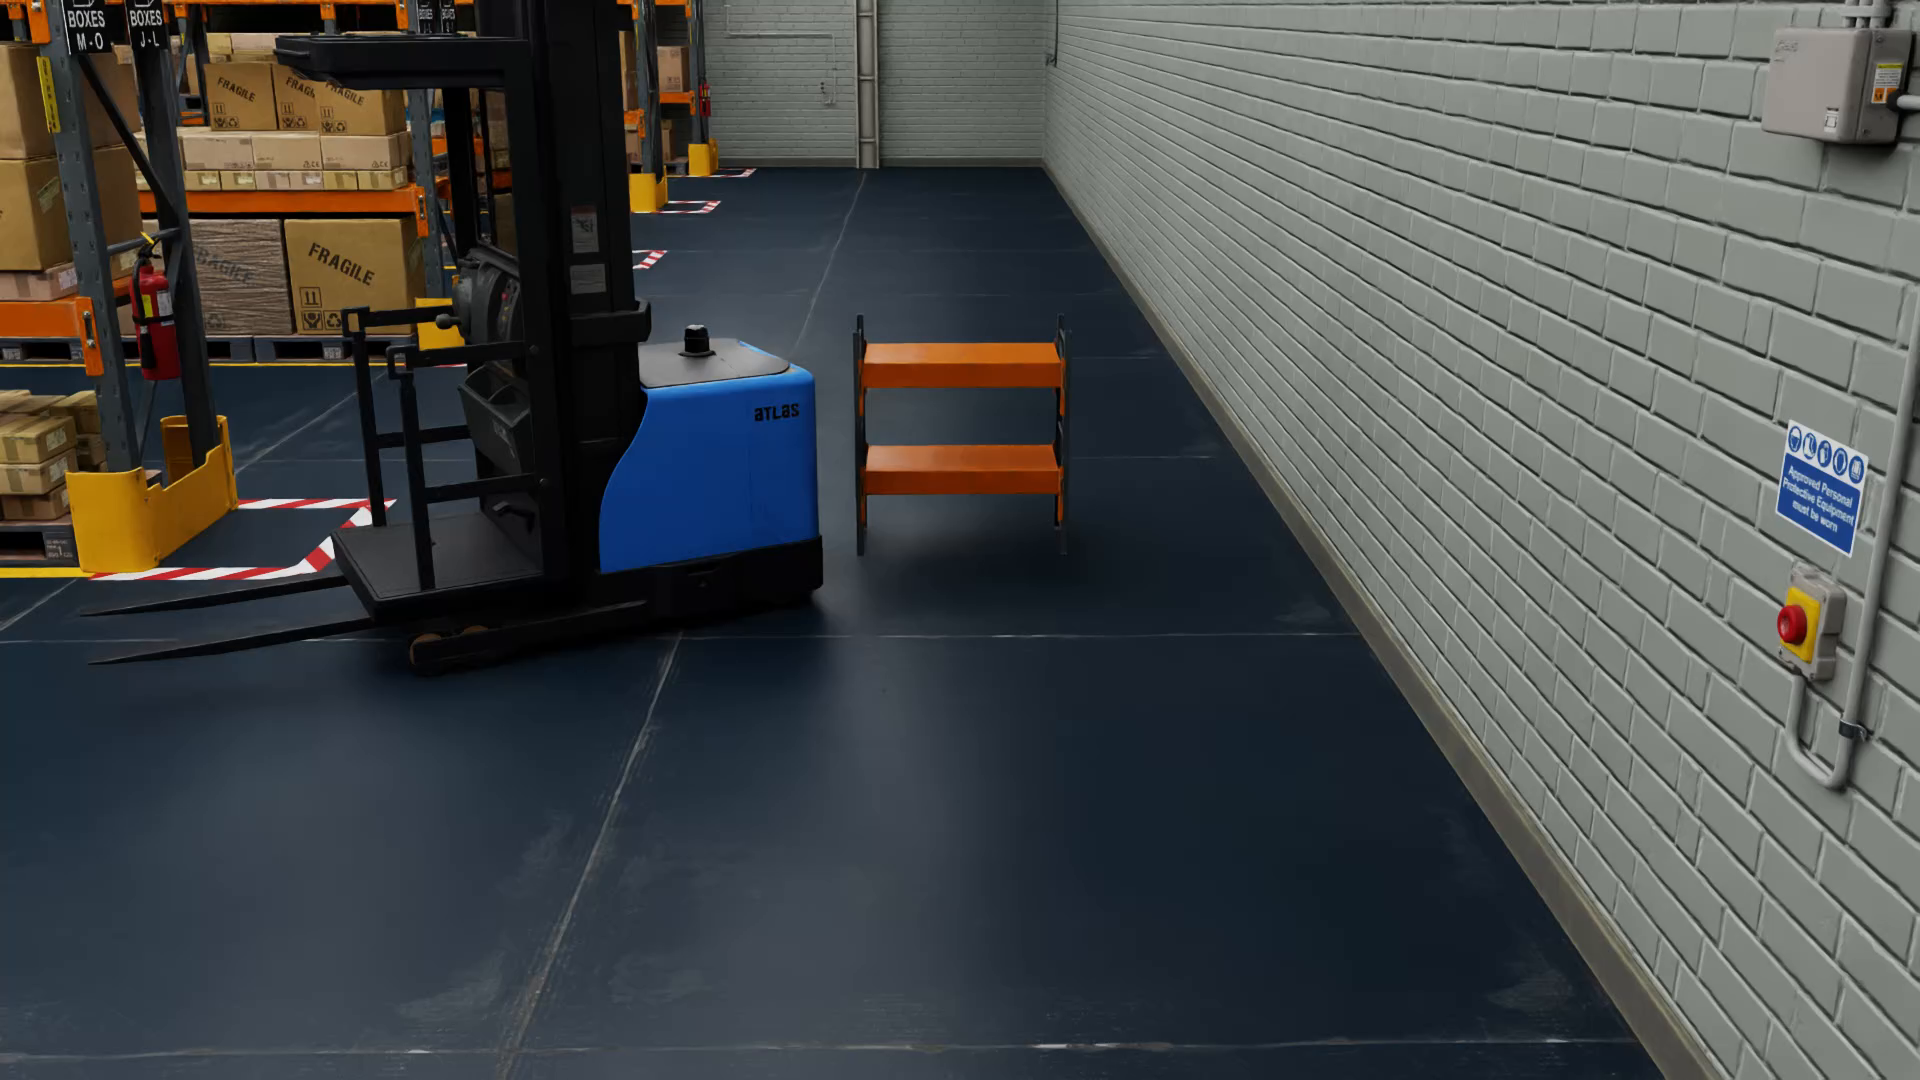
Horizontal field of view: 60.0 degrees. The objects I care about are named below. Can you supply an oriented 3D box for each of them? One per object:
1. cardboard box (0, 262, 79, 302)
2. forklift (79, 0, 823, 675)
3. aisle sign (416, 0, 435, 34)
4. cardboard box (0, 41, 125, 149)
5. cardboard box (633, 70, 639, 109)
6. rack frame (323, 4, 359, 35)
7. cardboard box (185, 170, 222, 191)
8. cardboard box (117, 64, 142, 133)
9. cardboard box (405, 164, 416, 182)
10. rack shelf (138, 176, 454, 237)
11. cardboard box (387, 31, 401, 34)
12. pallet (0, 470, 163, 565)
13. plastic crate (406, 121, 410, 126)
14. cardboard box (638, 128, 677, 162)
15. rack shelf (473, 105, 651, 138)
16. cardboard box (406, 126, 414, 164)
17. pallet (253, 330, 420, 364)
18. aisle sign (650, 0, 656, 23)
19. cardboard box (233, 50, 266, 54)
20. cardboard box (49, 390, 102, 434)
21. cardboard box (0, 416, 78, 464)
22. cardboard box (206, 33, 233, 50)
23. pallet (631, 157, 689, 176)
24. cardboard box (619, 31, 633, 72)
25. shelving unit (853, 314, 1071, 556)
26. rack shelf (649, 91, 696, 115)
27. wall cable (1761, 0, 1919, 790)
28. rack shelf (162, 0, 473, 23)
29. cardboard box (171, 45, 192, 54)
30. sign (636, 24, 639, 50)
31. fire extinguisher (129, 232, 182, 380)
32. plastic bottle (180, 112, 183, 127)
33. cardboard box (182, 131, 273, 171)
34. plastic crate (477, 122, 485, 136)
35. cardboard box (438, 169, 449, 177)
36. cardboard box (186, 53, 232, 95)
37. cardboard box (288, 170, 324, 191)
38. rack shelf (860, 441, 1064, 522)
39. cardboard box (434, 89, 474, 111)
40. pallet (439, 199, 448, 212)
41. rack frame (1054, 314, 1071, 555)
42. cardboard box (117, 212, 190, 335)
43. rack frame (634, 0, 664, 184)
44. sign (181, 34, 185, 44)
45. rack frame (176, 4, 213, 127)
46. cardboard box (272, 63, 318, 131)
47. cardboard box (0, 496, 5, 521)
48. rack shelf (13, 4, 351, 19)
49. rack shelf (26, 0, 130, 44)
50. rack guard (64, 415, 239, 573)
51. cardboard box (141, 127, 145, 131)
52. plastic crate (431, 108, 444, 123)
[{"bbox_3d":[-4.363,-1.241,7.915,0.250,0.149,0.380,0,18,-1],"label":"cardboard box"},{"bbox_3d":[-2.171,-1.026,6.947,3.031,2.935,1.130,-10,20,-28],"label":"forklift"},{"bbox_3d":[-3.942,-4.110,12.193,0.004,0.787,0.394,0,18,-1],"label":"aisle sign"},{"bbox_3d":[-4.494,-2.192,8.184,0.500,0.500,0.500,0,18,-1],"label":"cardboard box"},{"bbox_3d":[-4.619,-6.115,22.536,0.500,0.500,0.500,0,18,0],"label":"cardboard box"},{"bbox_3d":[-8.171,-5.970,22.247,0.127,3.000,1.000,0,18,-1],"label":"rack frame"},{"bbox_3d":[-5.650,-2.735,12.573,0.250,0.149,0.380,0,18,-1],"label":"cardboard box"},{"bbox_3d":[-6.523,-3.300,12.454,0.500,0.500,0.500,-1,18,-3],"label":"cardboard box"},{"bbox_3d":[-4.379,-2.943,13.222,0.250,0.149,0.380,0,18,0],"label":"cardboard box"},{"bbox_3d":[-6.018,-2.611,12.955,4.000,0.370,1.077,0,18,-1],"label":"rack shelf"},{"bbox_3d":[-7.179,-6.412,21.826,0.500,0.500,0.500,-1,18,-3],"label":"cardboard box"},{"bbox_3d":[-4.930,-0.127,8.597,1.213,0.211,1.003,0,18,-1],"label":"pallet"},{"bbox_3d":[-5.773,-4.307,17.397,0.250,0.136,0.298,0,18,-1],"label":"plastic crate"},{"bbox_3d":[-4.952,-6.478,27.235,0.500,0.500,0.700,0,18,-1],"label":"cardboard box"},{"bbox_3d":[-6.171,-5.637,22.387,4.000,0.370,1.077,0,18,-1],"label":"rack shelf"},{"bbox_3d":[-4.503,-3.114,13.102,0.500,0.250,0.500,-1,18,-2],"label":"cardboard box"},{"bbox_3d":[-4.817,-1.608,13.214,1.213,0.211,1.003,0,18,-1],"label":"pallet"},{"bbox_3d":[-4.108,-7.317,22.190,0.004,0.787,0.394,0,18,-1],"label":"aisle sign"},{"bbox_3d":[-11.239,-7.586,26.602,0.500,0.500,0.500,0,18,1],"label":"cardboard box"},{"bbox_3d":[-4.571,-0.675,8.747,0.250,0.149,0.380,-1,18,-3],"label":"cardboard box"},{"bbox_3d":[-4.567,-0.494,8.182,0.250,0.149,0.380,0,18,0],"label":"cardboard box"},{"bbox_3d":[-11.765,-7.943,26.486,0.500,0.250,0.500,0,18,0],"label":"cardboard box"},{"bbox_3d":[-5.051,-6.146,27.362,1.213,0.211,1.003,0,18,-1],"label":"pallet"},{"bbox_3d":[-4.612,-6.427,21.870,0.500,0.500,0.500,0,18,-1],"label":"cardboard box"},{"bbox_3d":[0.007,-0.536,8.376,1.048,1.125,0.538,0,18,-1],"label":"shelving unit"},{"bbox_3d":[-6.253,-7.150,27.103,4.000,0.370,1.077,0,18,-1],"label":"rack shelf"},{"bbox_3d":[1.775,-0.470,3.387,0.123,1.953,0.585,0,18,-1],"label":"wall cable"},{"bbox_3d":[-6.097,-5.552,17.212,4.000,0.370,1.077,0,18,-1],"label":"rack shelf"},{"bbox_3d":[-12.722,-7.715,26.804,0.500,0.500,0.700,-2,18,-7],"label":"cardboard box"},{"bbox_3d":[-4.183,-6.521,21.553,0.005,0.325,0.100,0,18,-1],"label":"sign"},{"bbox_3d":[-3.782,-1.094,7.784,0.183,0.674,0.296,0,18,-1],"label":"fire extinguisher"},{"bbox_3d":[-8.470,-4.530,17.949,0.133,0.283,0.061,0,18,-1],"label":"plastic bottle"},{"bbox_3d":[-5.515,-2.945,12.577,0.500,0.250,0.500,-1,18,-3],"label":"cardboard box"},{"bbox_3d":[-4.909,-4.320,17.437,0.243,0.136,0.396,0,18,-1],"label":"plastic crate"},{"bbox_3d":[-6.856,-4.992,22.880,0.500,0.311,0.500,0,18,-1],"label":"cardboard box"},{"bbox_3d":[-9.936,-6.190,22.082,0.500,0.500,0.700,-5,18,-15],"label":"cardboard box"},{"bbox_3d":[-4.882,-2.739,12.586,0.250,0.149,0.380,0,18,-1],"label":"cardboard box"},{"bbox_3d":[0.007,-0.303,8.451,1.000,0.278,0.538,0,18,-1],"label":"rack shelf"},{"bbox_3d":[-6.645,-5.942,21.996,0.500,0.500,0.500,0,18,-1],"label":"cardboard box"},{"bbox_3d":[-7.484,-4.645,22.682,1.213,0.211,1.003,0,18,-1],"label":"pallet"},{"bbox_3d":[0.515,-0.538,8.384,0.032,1.125,0.500,0,18,-1],"label":"rack frame"},{"bbox_3d":[-6.457,-2.115,13.022,0.875,0.875,0.875,0,18,-1],"label":"cardboard box"},{"bbox_3d":[-4.171,-5.989,22.307,0.127,3.000,1.000,0,18,-1],"label":"rack frame"},{"bbox_3d":[-12.234,-7.811,26.221,0.005,0.325,0.100,0,18,-1],"label":"sign"},{"bbox_3d":[-12.252,-7.463,26.903,0.127,3.000,1.000,0,18,-1],"label":"rack frame"},{"bbox_3d":[-5.003,-3.468,12.980,0.500,0.500,0.500,-1,18,-2],"label":"cardboard box"},{"bbox_3d":[-4.820,-0.192,8.216,0.250,0.149,0.380,0,18,1],"label":"cardboard box"},{"bbox_3d":[-10.171,-7.046,21.868,4.000,0.370,1.077,0,18,-1],"label":"rack shelf"},{"bbox_3d":[-6.041,-2.524,7.773,4.000,0.370,1.077,0,18,-1],"label":"rack shelf"},{"bbox_3d":[-4.117,-0.257,8.532,0.348,0.500,1.175,0,18,-1],"label":"rack guard"},{"bbox_3d":[-6.553,-3.102,13.067,0.500,0.250,0.500,0,18,0],"label":"cardboard box"},{"bbox_3d":[-5.665,-4.518,17.897,0.300,0.233,0.416,0,18,-1],"label":"plastic crate"}]
